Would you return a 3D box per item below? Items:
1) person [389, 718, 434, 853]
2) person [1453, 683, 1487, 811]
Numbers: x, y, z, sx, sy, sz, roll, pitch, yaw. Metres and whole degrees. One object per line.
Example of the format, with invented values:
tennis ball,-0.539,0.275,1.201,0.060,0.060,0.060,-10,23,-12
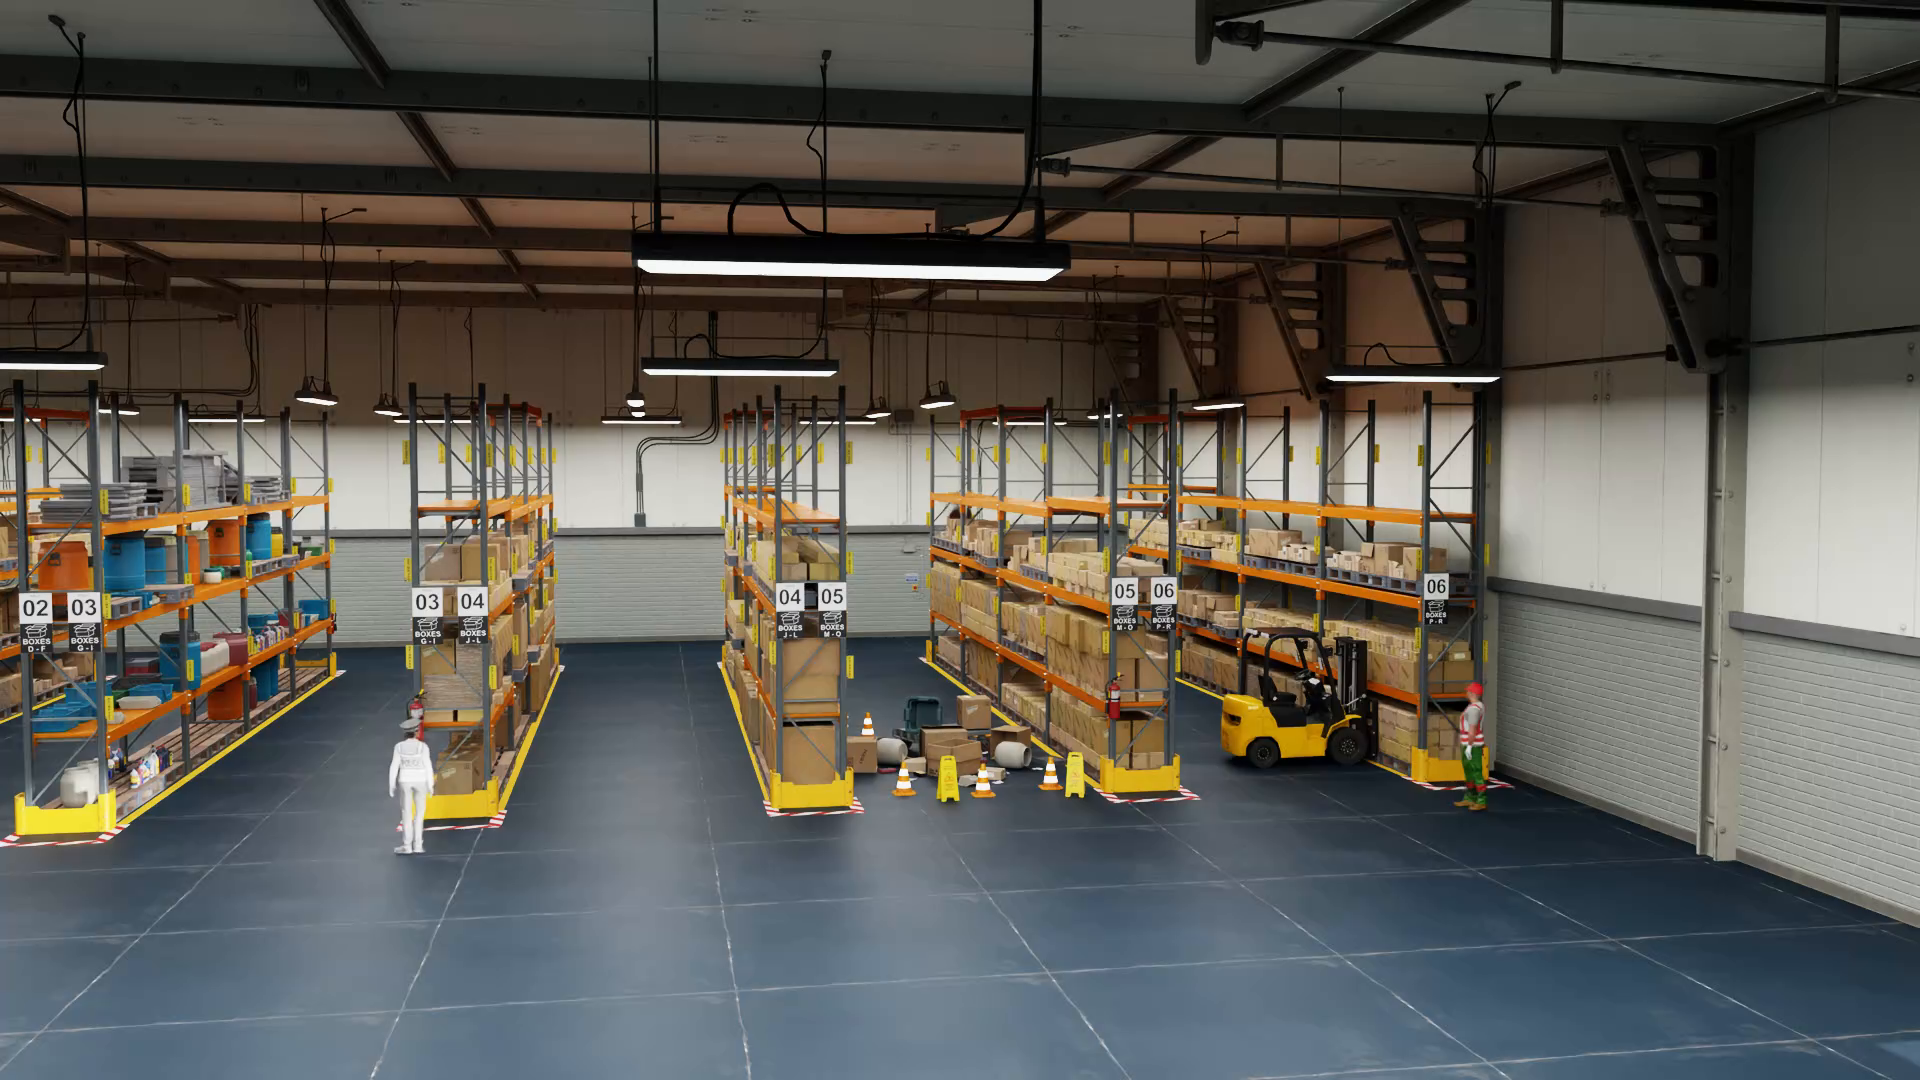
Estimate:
person,-6.911,3.106,20.939,0.557,1.716,0.411,0,3,-7
person,7.241,2.908,23.530,0.397,1.803,0.628,0,3,5
